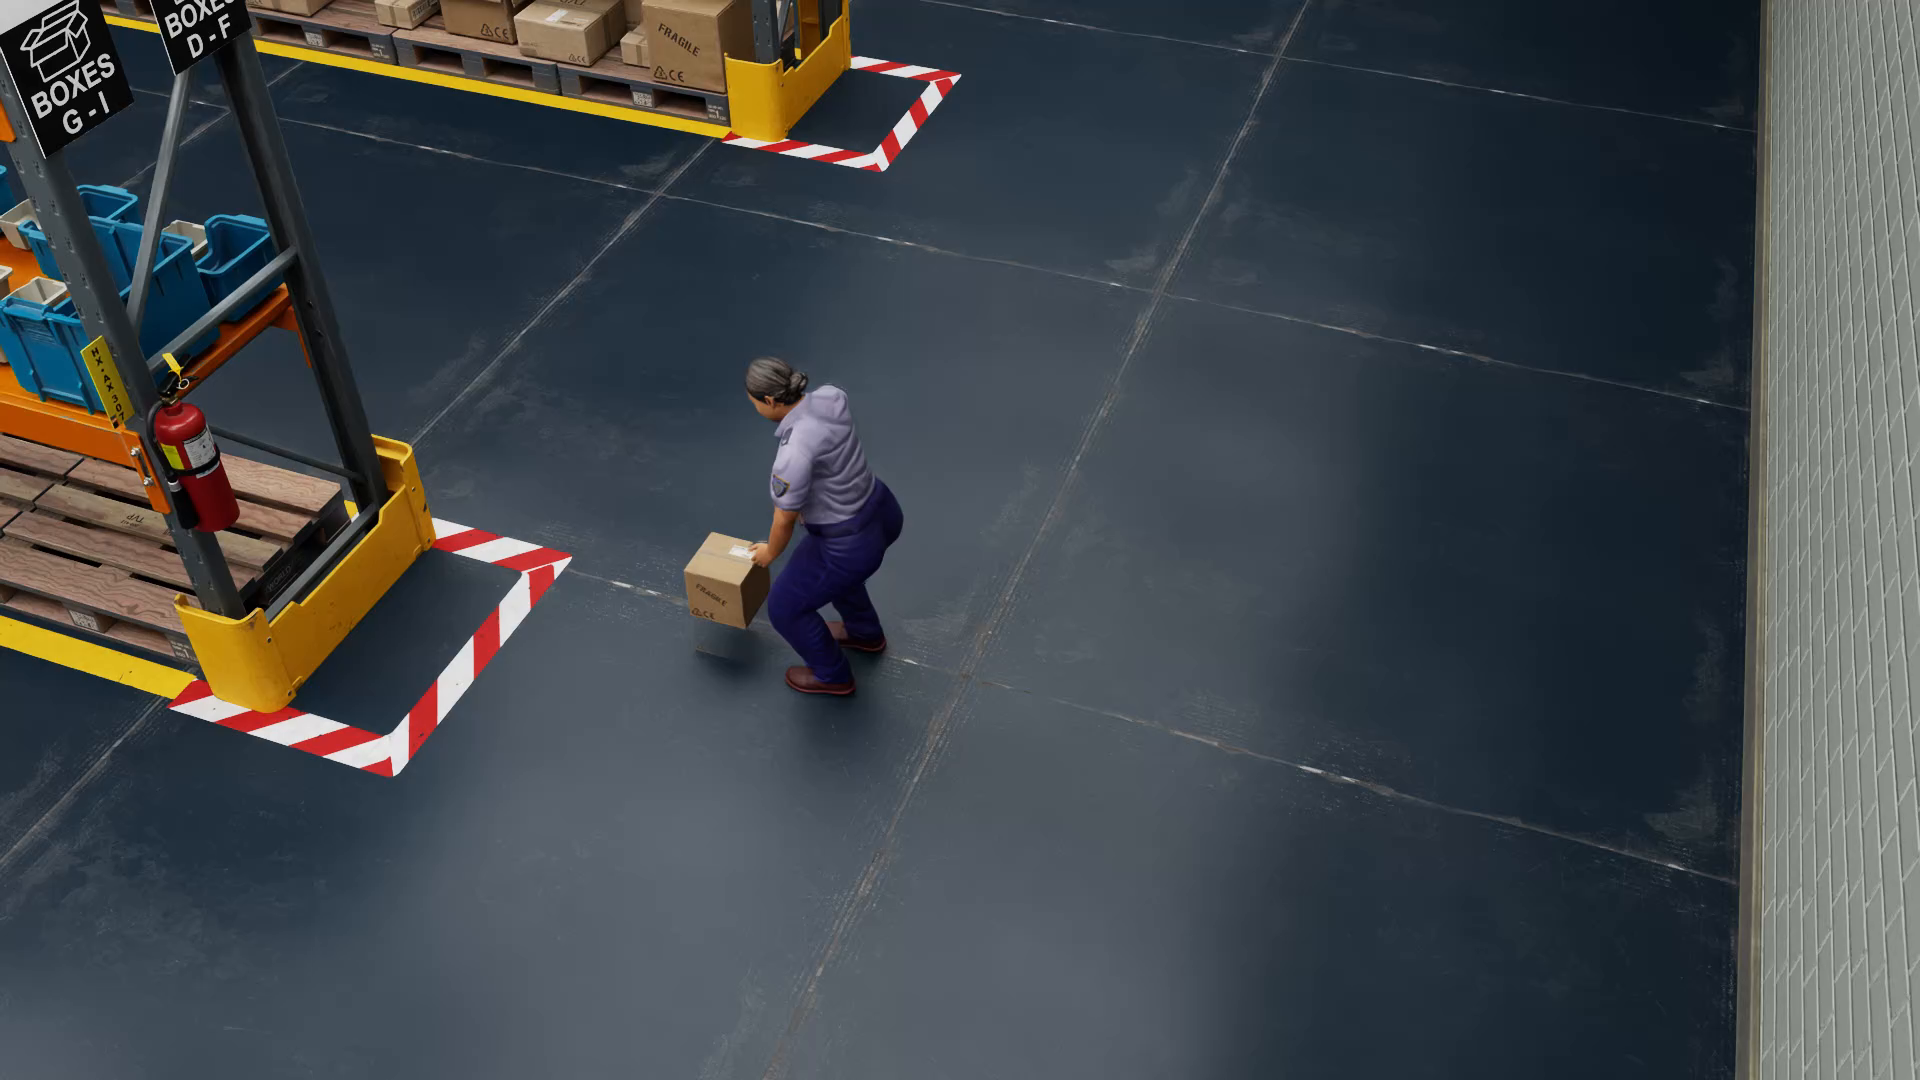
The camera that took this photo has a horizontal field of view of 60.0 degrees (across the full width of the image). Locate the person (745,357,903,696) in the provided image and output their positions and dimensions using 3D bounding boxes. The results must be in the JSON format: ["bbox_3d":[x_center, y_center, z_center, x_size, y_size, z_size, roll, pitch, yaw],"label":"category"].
[{"bbox_3d":[-0.515,-0.031,6.318,0.529,1.510,0.522,14,44,15],"label":"person"}]
